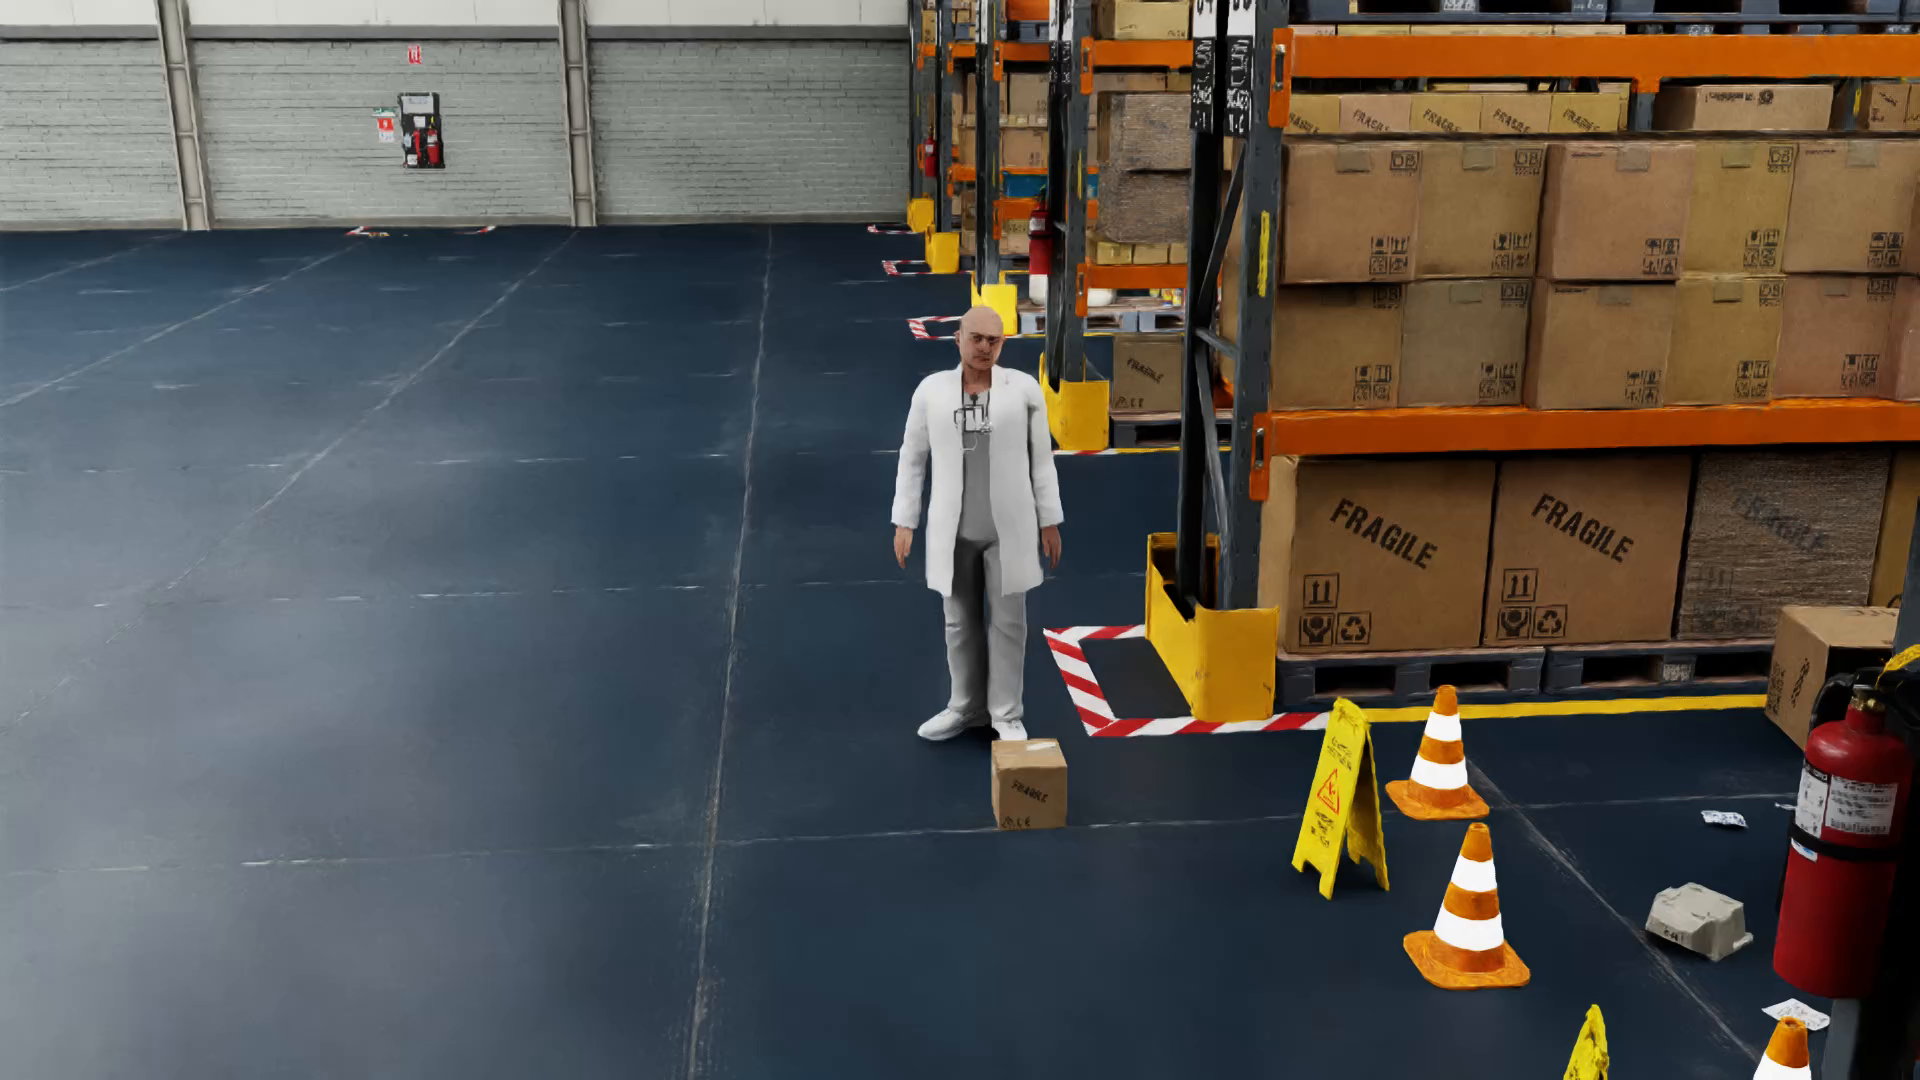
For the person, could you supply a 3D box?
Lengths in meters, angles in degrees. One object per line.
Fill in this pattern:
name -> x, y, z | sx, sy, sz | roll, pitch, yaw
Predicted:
person -> 0.065, -0.043, 6.629 | 0.697, 1.784, 0.377 | 3, 17, 9
